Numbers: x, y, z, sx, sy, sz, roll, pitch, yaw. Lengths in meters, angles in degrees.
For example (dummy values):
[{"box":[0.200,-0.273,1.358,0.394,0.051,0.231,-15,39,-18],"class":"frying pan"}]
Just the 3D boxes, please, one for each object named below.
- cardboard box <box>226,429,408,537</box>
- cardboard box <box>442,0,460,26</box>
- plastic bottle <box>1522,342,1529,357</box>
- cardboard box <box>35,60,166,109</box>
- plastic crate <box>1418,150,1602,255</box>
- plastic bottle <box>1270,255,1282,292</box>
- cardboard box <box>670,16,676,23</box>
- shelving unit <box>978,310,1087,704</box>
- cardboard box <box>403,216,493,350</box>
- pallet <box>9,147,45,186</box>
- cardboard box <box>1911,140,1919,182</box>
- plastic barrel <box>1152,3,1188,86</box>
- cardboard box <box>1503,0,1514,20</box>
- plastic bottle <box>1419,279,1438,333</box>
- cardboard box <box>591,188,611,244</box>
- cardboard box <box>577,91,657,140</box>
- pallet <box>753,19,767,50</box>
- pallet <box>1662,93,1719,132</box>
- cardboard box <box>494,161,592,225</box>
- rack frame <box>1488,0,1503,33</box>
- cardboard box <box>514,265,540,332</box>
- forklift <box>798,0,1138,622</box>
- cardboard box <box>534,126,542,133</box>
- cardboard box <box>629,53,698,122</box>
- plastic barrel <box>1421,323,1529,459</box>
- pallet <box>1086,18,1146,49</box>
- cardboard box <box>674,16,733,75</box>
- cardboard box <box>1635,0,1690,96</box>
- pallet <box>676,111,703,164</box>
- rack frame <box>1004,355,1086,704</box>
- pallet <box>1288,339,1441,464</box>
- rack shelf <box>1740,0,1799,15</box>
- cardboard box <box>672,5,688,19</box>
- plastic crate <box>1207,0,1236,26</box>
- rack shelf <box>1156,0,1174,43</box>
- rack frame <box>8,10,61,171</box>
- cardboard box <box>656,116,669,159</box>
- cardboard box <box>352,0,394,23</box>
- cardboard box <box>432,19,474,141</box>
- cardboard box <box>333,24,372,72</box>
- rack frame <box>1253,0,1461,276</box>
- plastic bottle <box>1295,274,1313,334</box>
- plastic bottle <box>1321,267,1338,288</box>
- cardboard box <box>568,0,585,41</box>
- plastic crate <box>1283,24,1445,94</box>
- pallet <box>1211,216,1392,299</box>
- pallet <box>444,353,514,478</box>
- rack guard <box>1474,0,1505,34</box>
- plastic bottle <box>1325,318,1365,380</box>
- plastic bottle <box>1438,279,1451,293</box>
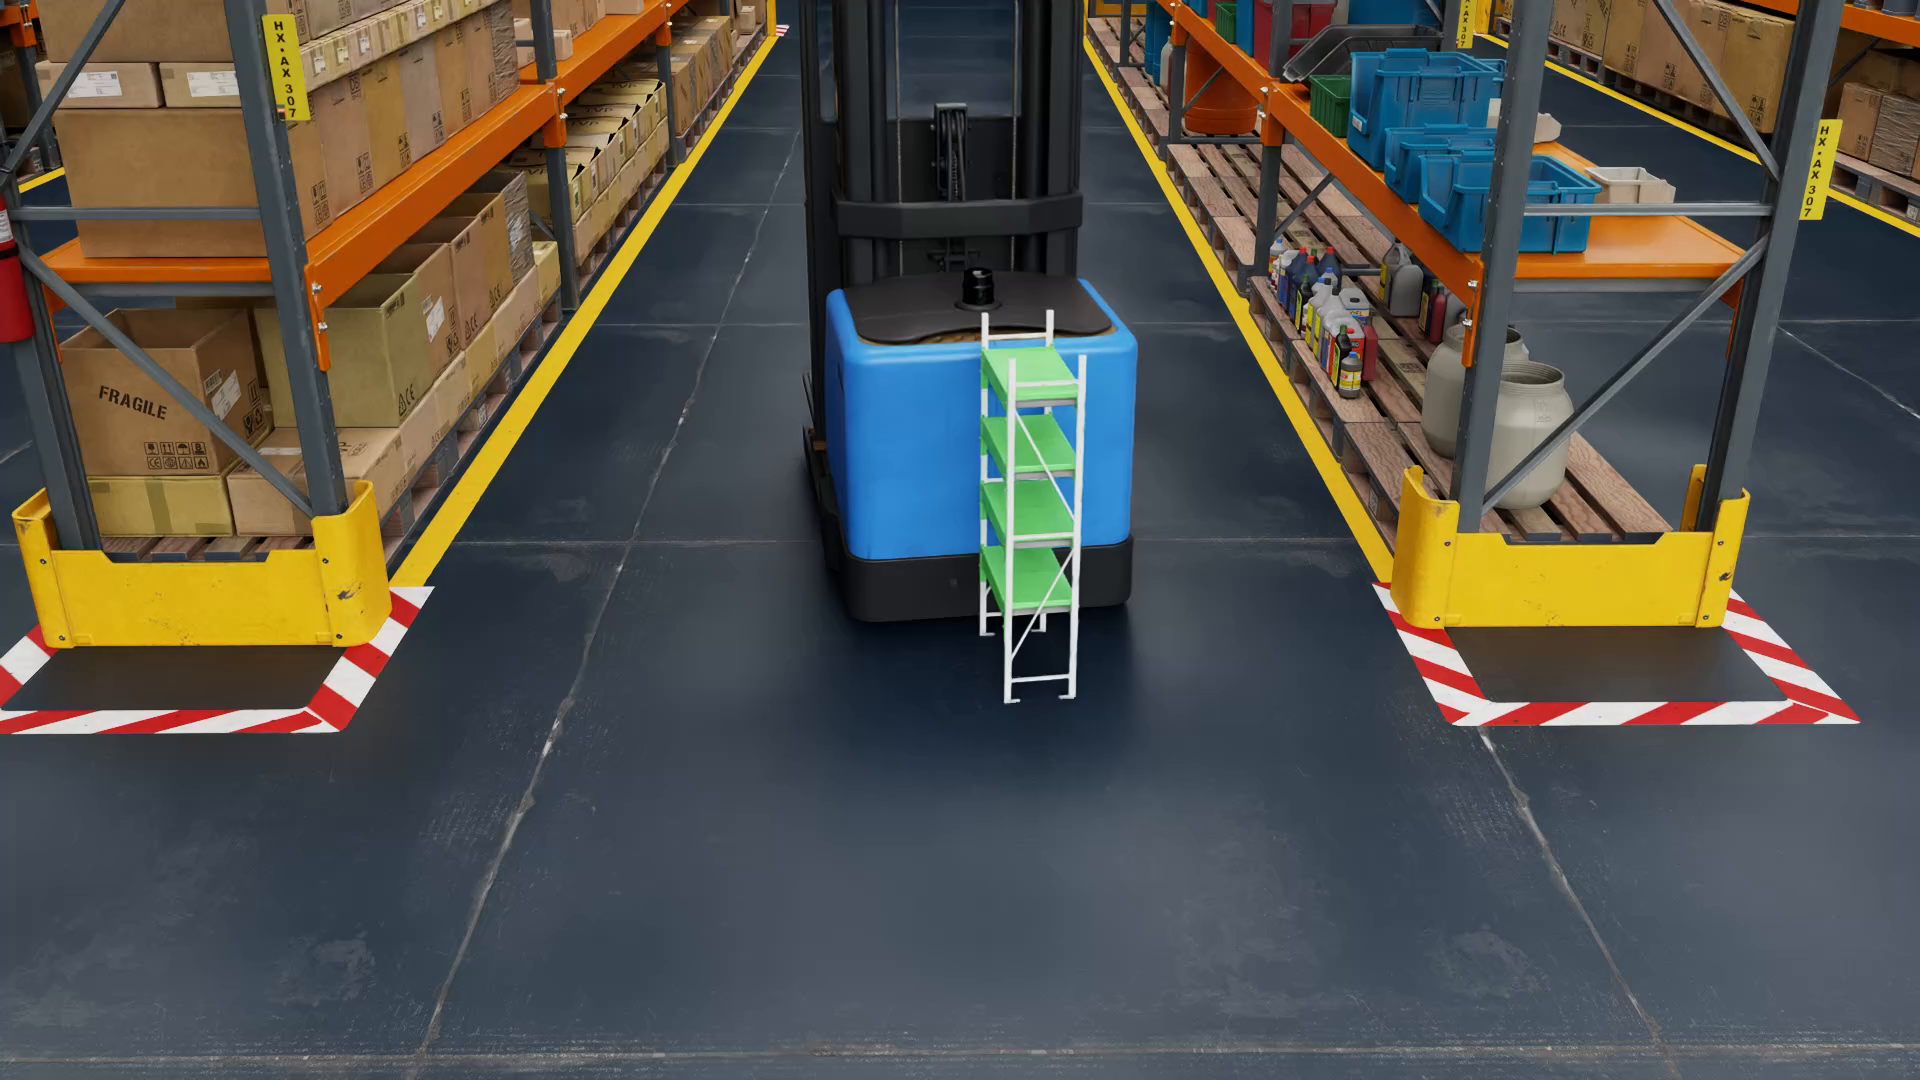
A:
[{"box":[-2.475,-0.227,6.439,0.500,0.250,0.500,0,24,-1],"class":"cardboard box"},{"box":[-2.505,-2.422,7.556,0.380,0.149,0.250,0,24,1],"class":"cardboard box"},{"box":[2.554,-0.793,7.641,0.097,0.271,0.097,0,24,0],"class":"plastic bottle"},{"box":[-2.886,-1.564,5.660,0.380,0.149,0.250,-1,24,-1],"class":"cardboard box"},{"box":[1.957,-1.224,5.998,0.499,0.251,0.616,0,24,-1],"class":"plastic crate"},{"box":[1.784,-1.486,9.257,0.097,0.201,0.097,0,24,0],"class":"plastic bottle"},{"box":[-3.061,-4.872,16.383,0.500,0.500,0.500,-1,24,-3],"class":"cardboard box"},{"box":[0.229,-0.110,5.537,0.258,1.200,0.503,-4,25,-8],"class":"shelving unit"},{"box":[-2.488,-1.187,7.651,0.500,0.500,0.500,0,24,-1],"class":"cardboard box"},{"box":[-7.725,-2.747,12.567,1.003,0.211,1.213,0,24,-1],"class":"pallet"},{"box":[7.186,-2.730,11.645,0.700,0.500,0.500,2,24,4],"class":"cardboard box"},{"box":[2.128,-4.751,15.652,0.600,0.901,0.708,0,24,-1],"class":"plastic barrel"},{"box":[7.127,-6.662,19.910,0.875,0.875,0.875,0,24,-1],"class":"cardboard box"},{"box":[2.417,-1.211,8.550,0.061,0.283,0.133,0,24,-1],"class":"plastic bottle"},{"box":[-2.496,-2.031,10.428,0.500,0.250,0.500,0,24,1],"class":"cardboard box"},{"box":[-2.514,-3.128,12.173,0.500,0.311,0.500,-1,24,-1],"class":"cardboard box"},{"box":[-2.855,-6.029,19.825,1.003,0.211,1.213,0,24,-1],"class":"pallet"},{"box":[7.184,-3.962,15.254,1.003,0.211,1.213,0,24,-1],"class":"pallet"},{"box":[-2.490,-2.080,9.856,0.500,0.311,0.500,0,24,0],"class":"cardboard box"},{"box":[7.040,-7.703,20.141,1.000,3.000,0.127,0,24,-1],"class":"rack frame"},{"box":[-2.516,-1.257,8.717,0.500,0.250,0.500,0,24,-1],"class":"cardboard box"},{"box":[-0.108,-1.620,6.774,1.130,2.935,3.031,-4,25,-8],"class":"forklift"},{"box":[-3.043,-2.702,11.230,0.500,0.311,0.500,-1,24,-1],"class":"cardboard box"},{"box":[-2.509,-3.829,14.076,0.500,0.500,0.500,-1,24,-2],"class":"cardboard box"},{"box":[2.173,-0.622,6.996,0.421,0.512,0.421,0,24,0],"class":"plastic barrel"},{"box":[2.057,-6.070,19.914,1.003,0.211,1.213,0,24,-1],"class":"pallet"},{"box":[-2.530,-4.871,16.379,0.500,0.500,0.500,0,24,-1],"class":"cardboard box"},{"box":[7.121,-4.646,15.451,1.225,0.875,0.875,-1,24,-2],"class":"cardboard box"},{"box":[-2.749,-3.400,14.012,1.003,0.211,1.213,0,24,-1],"class":"pallet"},{"box":[0.266,-0.011,5.318,0.240,1.200,0.015,-4,25,-8],"class":"rack frame"},{"box":[2.200,-0.684,8.006,1.003,0.211,1.213,0,24,-1],"class":"pallet"},{"box":[7.105,-4.902,14.822,1.077,0.370,4.000,0,24,-1],"class":"rack shelf"},{"box":[-3.112,-5.306,17.342,0.500,0.500,0.500,0,24,-1],"class":"cardboard box"},{"box":[1.886,-3.746,11.314,0.402,0.464,0.583,0,24,-1],"class":"plastic crate"},{"box":[2.153,-4.880,14.773,1.077,0.370,4.000,0,24,-1],"class":"rack shelf"},{"box":[-7.732,-4.339,12.704,1.000,3.000,0.127,0,24,-1],"class":"rack frame"},{"box":[-2.529,-3.086,12.760,0.500,0.250,0.500,0,24,1],"class":"cardboard box"},{"box":[-2.702,-2.342,6.592,0.700,0.500,0.500,0,24,0],"class":"cardboard box"},{"box":[-2.710,-2.154,7.750,0.700,0.500,0.500,0,24,0],"class":"cardboard box"},{"box":[-2.488,-1.886,6.371,0.380,0.149,0.250,-1,24,-1],"class":"cardboard box"},{"box":[2.218,-2.736,9.158,1.000,3.000,0.127,0,24,-1],"class":"rack frame"},{"box":[1.774,-1.218,8.565,0.061,0.283,0.133,1,24,2],"class":"plastic bottle"},{"box":[1.934,-1.299,8.760,0.097,0.271,0.097,0,24,0],"class":"plastic bottle"},{"box":[-2.738,-3.500,10.728,0.500,0.500,0.500,0,24,0],"class":"cardboard box"},{"box":[2.097,-2.491,8.693,0.767,0.338,0.504,0,24,-1],"class":"plastic crate"},{"box":[2.171,-1.788,10.448,1.003,0.211,1.213,0,24,-1],"class":"pallet"},{"box":[-2.752,-0.612,7.848,1.003,0.211,1.213,0,24,-1],"class":"pallet"},{"box":[7.040,-6.574,20.678,1.175,0.500,0.348,0,24,-1],"class":"rack guard"},{"box":[1.828,-0.906,7.883,0.152,0.276,0.135,0,24,0],"class":"plastic bottle"},{"box":[2.519,-1.253,8.561,0.144,0.351,0.185,0,24,-1],"class":"plastic bottle"}]
